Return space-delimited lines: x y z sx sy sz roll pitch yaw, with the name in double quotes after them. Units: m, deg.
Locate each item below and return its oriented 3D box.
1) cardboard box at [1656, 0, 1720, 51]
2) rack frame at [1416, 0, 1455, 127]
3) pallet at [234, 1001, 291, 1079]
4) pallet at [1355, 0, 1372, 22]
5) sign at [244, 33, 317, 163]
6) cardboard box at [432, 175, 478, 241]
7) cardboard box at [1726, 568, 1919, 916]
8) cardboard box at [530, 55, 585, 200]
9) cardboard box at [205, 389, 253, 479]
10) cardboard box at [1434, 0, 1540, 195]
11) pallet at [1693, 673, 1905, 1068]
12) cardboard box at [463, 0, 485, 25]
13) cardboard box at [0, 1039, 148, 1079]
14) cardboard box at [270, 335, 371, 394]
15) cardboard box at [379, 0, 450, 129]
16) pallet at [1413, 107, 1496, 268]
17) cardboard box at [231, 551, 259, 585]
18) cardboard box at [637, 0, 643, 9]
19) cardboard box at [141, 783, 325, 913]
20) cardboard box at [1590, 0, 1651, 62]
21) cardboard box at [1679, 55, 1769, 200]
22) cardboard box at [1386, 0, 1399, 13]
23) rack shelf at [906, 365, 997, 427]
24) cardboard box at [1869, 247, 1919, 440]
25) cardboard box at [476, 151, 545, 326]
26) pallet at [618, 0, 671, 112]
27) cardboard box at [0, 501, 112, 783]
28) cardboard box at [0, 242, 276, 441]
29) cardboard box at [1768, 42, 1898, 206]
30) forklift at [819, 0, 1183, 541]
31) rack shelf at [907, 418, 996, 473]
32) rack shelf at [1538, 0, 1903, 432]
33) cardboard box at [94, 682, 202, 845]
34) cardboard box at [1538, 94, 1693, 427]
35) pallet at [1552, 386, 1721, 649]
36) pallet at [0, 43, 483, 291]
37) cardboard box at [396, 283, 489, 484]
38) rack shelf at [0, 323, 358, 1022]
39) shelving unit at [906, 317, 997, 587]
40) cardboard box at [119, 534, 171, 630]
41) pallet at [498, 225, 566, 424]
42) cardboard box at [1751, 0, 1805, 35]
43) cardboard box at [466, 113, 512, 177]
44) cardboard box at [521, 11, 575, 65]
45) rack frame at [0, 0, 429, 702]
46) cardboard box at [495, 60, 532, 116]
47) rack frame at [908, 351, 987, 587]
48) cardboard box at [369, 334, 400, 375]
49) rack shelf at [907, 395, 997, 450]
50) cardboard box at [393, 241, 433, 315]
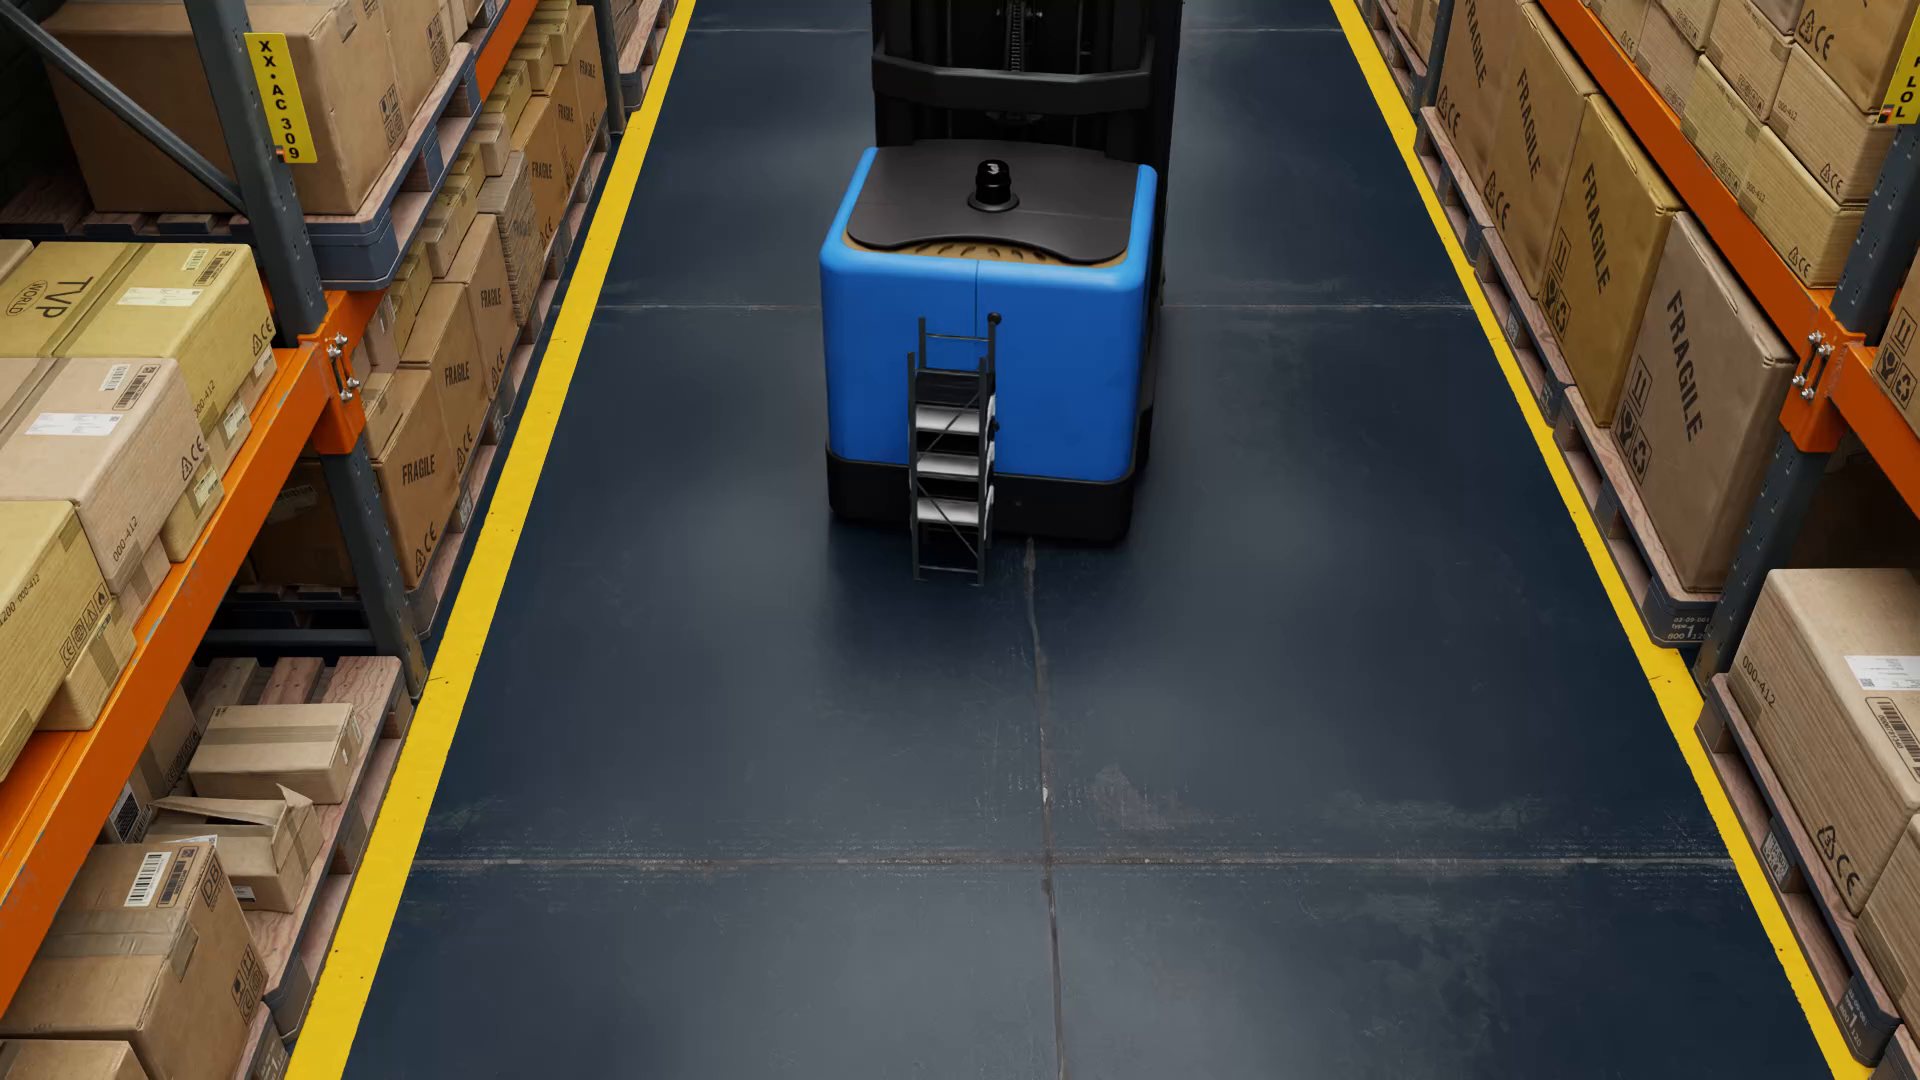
2.539 -1.764 5.272 0.500 0.250 0.500 1 39 1 "cardboard box"
2.792 -3.217 7.365 1.000 3.000 0.127 0 39 0 "rack frame"
-2.163 1.573 3.618 1.003 0.211 1.213 0 39 0 "pallet"
2.794 -3.378 9.797 1.003 0.211 1.213 0 39 0 "pallet"
-1.624 -1.052 3.972 0.100 0.325 0.005 0 39 0 "sign"
-1.965 -1.192 5.983 0.380 0.149 0.250 1 39 2 "cardboard box"
2.690 0.514 4.424 0.875 0.438 0.875 -1 39 -1 "cardboard box"
-1.966 -1.822 7.288 0.500 0.500 0.500 -1 39 -1 "cardboard box"
-1.892 -0.249 3.863 0.380 0.149 0.250 1 39 1 "cardboard box"
2.710 -2.119 7.359 0.875 0.875 0.875 0 39 0 "cardboard box"
2.720 0.849 4.522 1.003 0.211 1.213 0 39 0 "pallet"
-1.945 -2.029 5.468 0.700 0.500 0.500 0 39 0 "cardboard box"
-1.931 1.356 3.322 0.500 0.500 0.500 1 39 1 "cardboard box"
-1.962 -0.491 4.871 0.380 0.149 0.250 -1 39 -1 "cardboard box"
-1.944 -1.539 4.856 0.700 0.500 0.500 0 39 0 "cardboard box"
2.718 -1.635 7.622 1.003 0.211 1.213 0 39 0 "pallet"
-2.463 -0.204 5.270 0.500 0.500 0.500 0 39 0 "cardboard box"
-2.167 -3.247 8.966 0.875 0.625 0.625 1 39 1 "cardboard box"
-1.872 0.765 4.247 0.396 0.266 0.258 1 39 2 "cardboard box"
2.559 -1.894 5.835 0.500 0.250 0.500 0 39 0 "cardboard box"
2.545 -1.255 5.038 0.500 0.250 0.500 -1 39 -1 "cardboard box"
2.793 -3.170 9.072 0.950 0.372 0.625 -1 39 -1 "cardboard box"
-0.024 -0.454 5.218 0.258 0.077 0.200 5 39 7 "rack shelf"
2.536 -0.461 3.846 0.500 0.500 0.500 1 39 1 "cardboard box"
-1.943 -1.170 6.474 0.500 0.500 0.500 -1 39 -2 "cardboard box"
-2.133 -2.637 8.872 1.003 0.211 1.213 0 39 0 "pallet"
-1.919 0.177 3.013 0.500 0.250 0.500 0 39 0 "cardboard box"
-1.922 -0.448 3.793 0.500 0.250 0.500 1 39 1 "cardboard box"
2.553 -1.127 4.478 0.500 0.250 0.500 0 39 0 "cardboard box"
0.268 -2.061 5.978 1.130 2.935 3.031 5 39 7 "forklift"
-0.024 -0.313 5.331 0.258 0.077 0.200 5 39 7 "rack shelf"
2.795 -1.685 6.029 1.077 0.370 4.000 0 39 0 "rack shelf"
-2.402 0.589 4.430 0.500 0.311 0.500 1 39 2 "cardboard box"
2.708 -1.002 5.965 0.875 0.875 0.875 1 39 1 "cardboard box"
2.721 -0.109 5.718 1.003 0.211 1.213 0 39 0 "pallet"
-2.058 -1.134 4.920 1.003 0.211 1.213 0 39 0 "pallet"
-1.953 -0.533 5.680 0.500 0.500 0.500 -1 39 -1 "cardboard box"
-2.164 0.822 2.901 1.077 0.370 4.000 0 39 0 "rack shelf"
-0.024 -0.269 5.366 0.258 0.900 0.210 5 39 7 "shelving unit"
-1.894 0.077 3.456 0.380 0.149 0.250 1 39 1 "cardboard box"
-2.210 -0.895 6.698 1.003 0.211 1.213 0 39 0 "pallet"
2.537 -1.747 4.652 0.500 0.500 0.500 1 39 1 "cardboard box"
-1.944 -1.514 6.385 0.380 0.149 0.250 -2 39 -2 "cardboard box"
-1.886 -2.173 7.207 0.380 0.149 0.250 -2 39 -2 "cardboard box"
-2.167 -0.709 4.236 1.000 3.000 0.127 0 39 0 "rack frame"
-1.975 -1.843 6.796 0.380 0.149 0.250 1 39 1 "cardboard box"
-0.039 -0.206 5.288 0.240 0.900 0.006 5 39 7 "rack frame"
-1.979 -0.548 5.180 0.380 0.149 0.250 -1 39 -1 "cardboard box"
-0.024 -0.383 5.274 0.258 0.077 0.200 5 39 7 "rack shelf"
-2.004 -0.880 5.594 0.380 0.149 0.250 -1 39 -1 "cardboard box"
